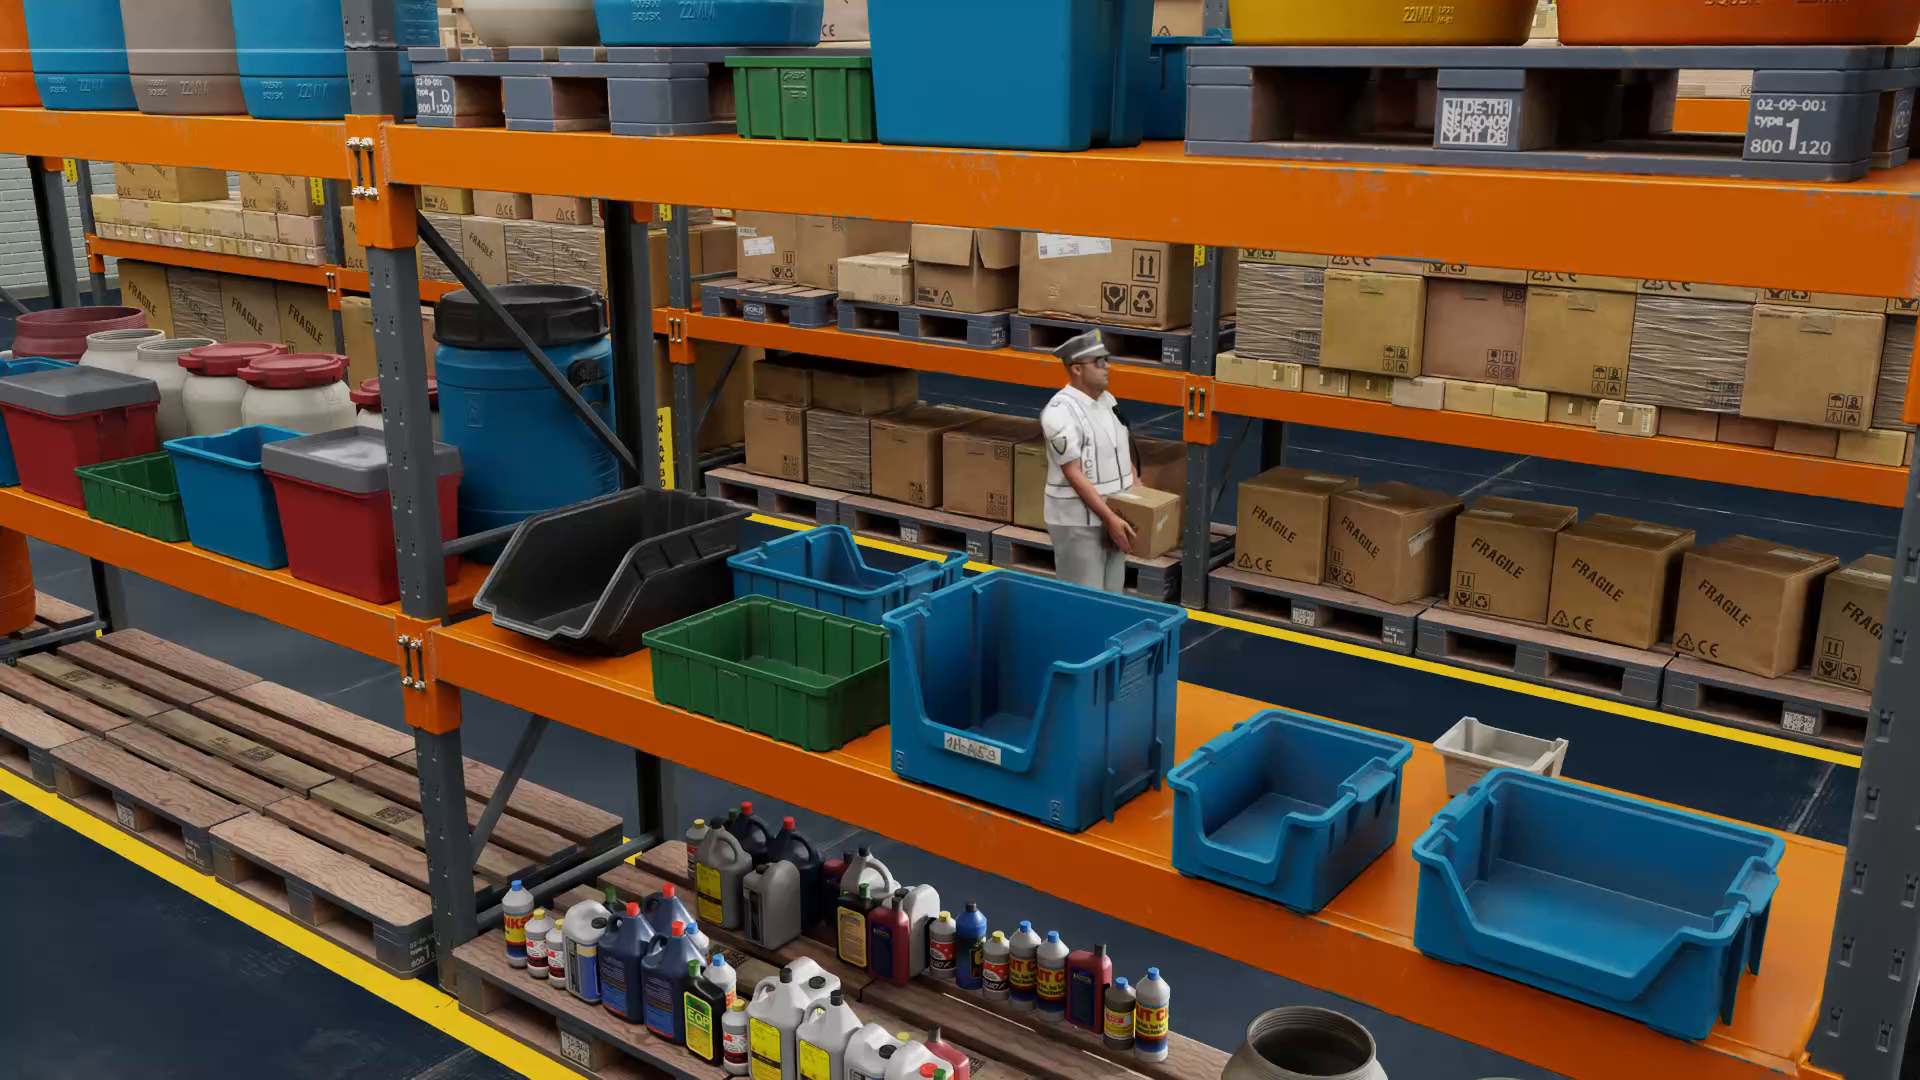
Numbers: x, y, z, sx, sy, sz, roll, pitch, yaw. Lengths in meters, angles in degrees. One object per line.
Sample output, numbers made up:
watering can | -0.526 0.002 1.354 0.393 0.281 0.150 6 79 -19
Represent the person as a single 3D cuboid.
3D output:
person | 0.656 -0.087 7.754 0.538 1.786 0.538 12 20 35
